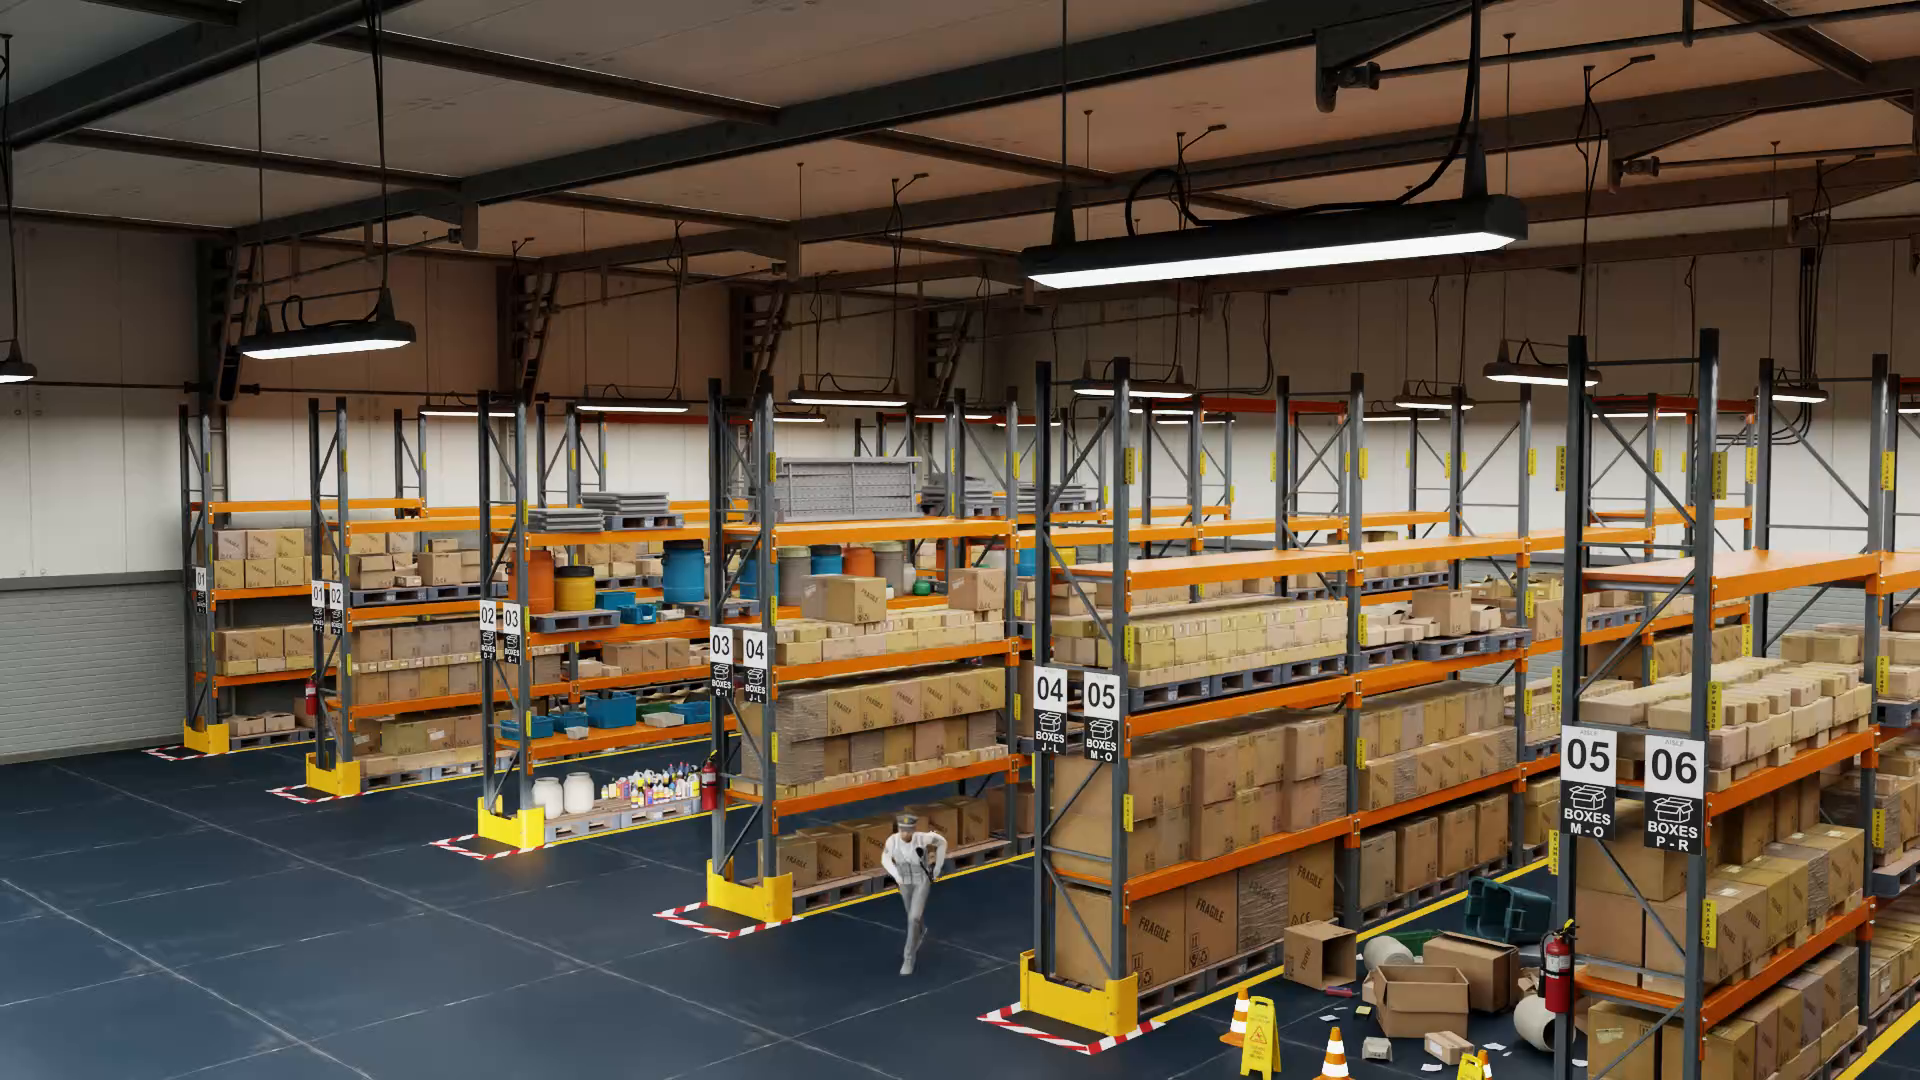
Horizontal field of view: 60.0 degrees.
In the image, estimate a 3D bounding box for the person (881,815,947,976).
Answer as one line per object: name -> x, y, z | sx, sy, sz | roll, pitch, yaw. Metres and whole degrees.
person -> -0.445, 3.511, 16.833 | 0.658, 1.622, 0.967 | 0, 3, 9
